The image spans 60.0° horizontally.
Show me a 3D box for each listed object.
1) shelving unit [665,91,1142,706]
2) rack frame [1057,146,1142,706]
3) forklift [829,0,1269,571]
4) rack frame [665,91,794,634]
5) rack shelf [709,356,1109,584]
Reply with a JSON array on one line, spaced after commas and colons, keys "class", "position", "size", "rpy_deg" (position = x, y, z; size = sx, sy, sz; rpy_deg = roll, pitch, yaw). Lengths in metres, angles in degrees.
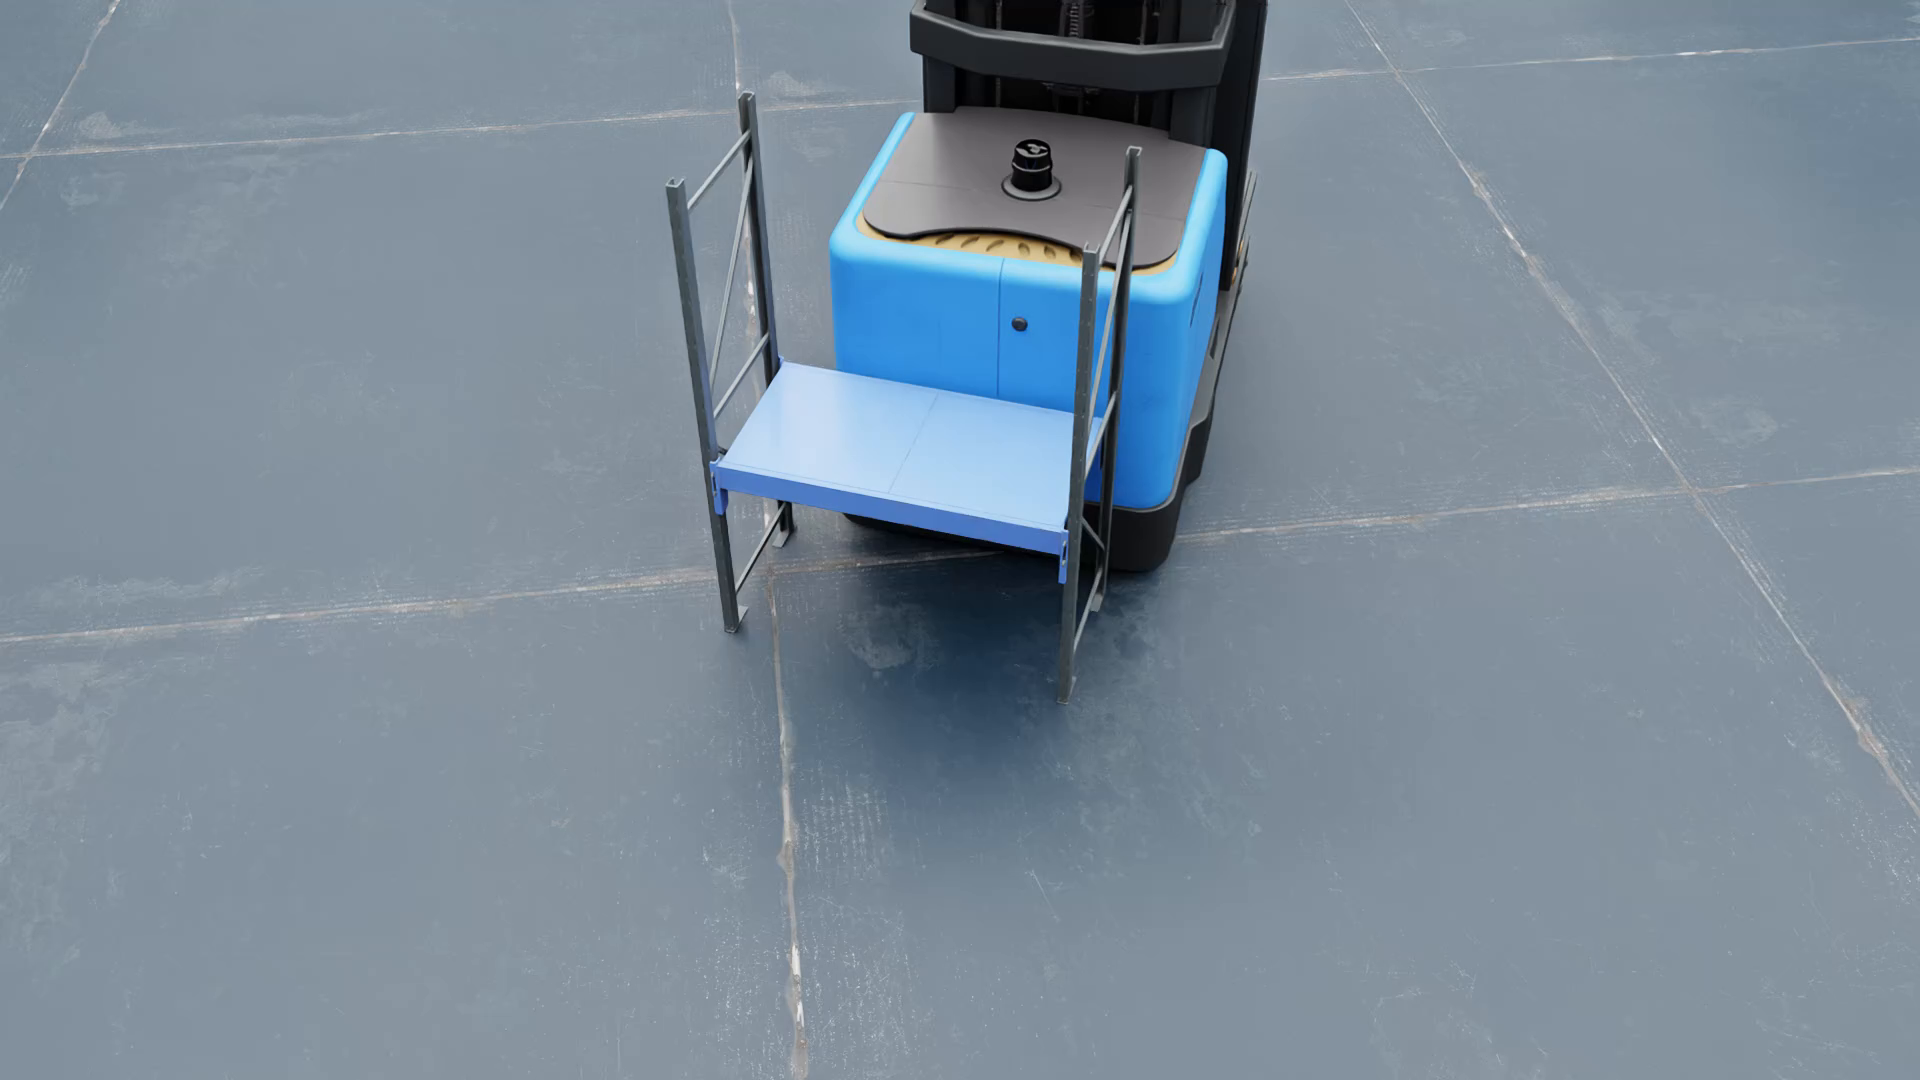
[{"class": "shelving unit", "position": [-0.127, -0.345, 4.512], "size": [1.048, 1.500, 0.538], "rpy_deg": [11, 43, 12]}, {"class": "rack frame", "position": [0.361, -0.248, 4.405], "size": [0.032, 1.500, 0.500], "rpy_deg": [11, 43, 12]}, {"class": "forklift", "position": [0.477, -1.994, 5.272], "size": [1.130, 2.935, 3.031], "rpy_deg": [10, 43, 11]}, {"class": "rack frame", "position": [-0.614, -0.441, 4.619], "size": [0.032, 1.500, 0.500], "rpy_deg": [11, 43, 12]}, {"class": "rack shelf", "position": [-0.127, -0.211, 4.633], "size": [1.000, 0.185, 0.538], "rpy_deg": [11, 43, 12]}]
